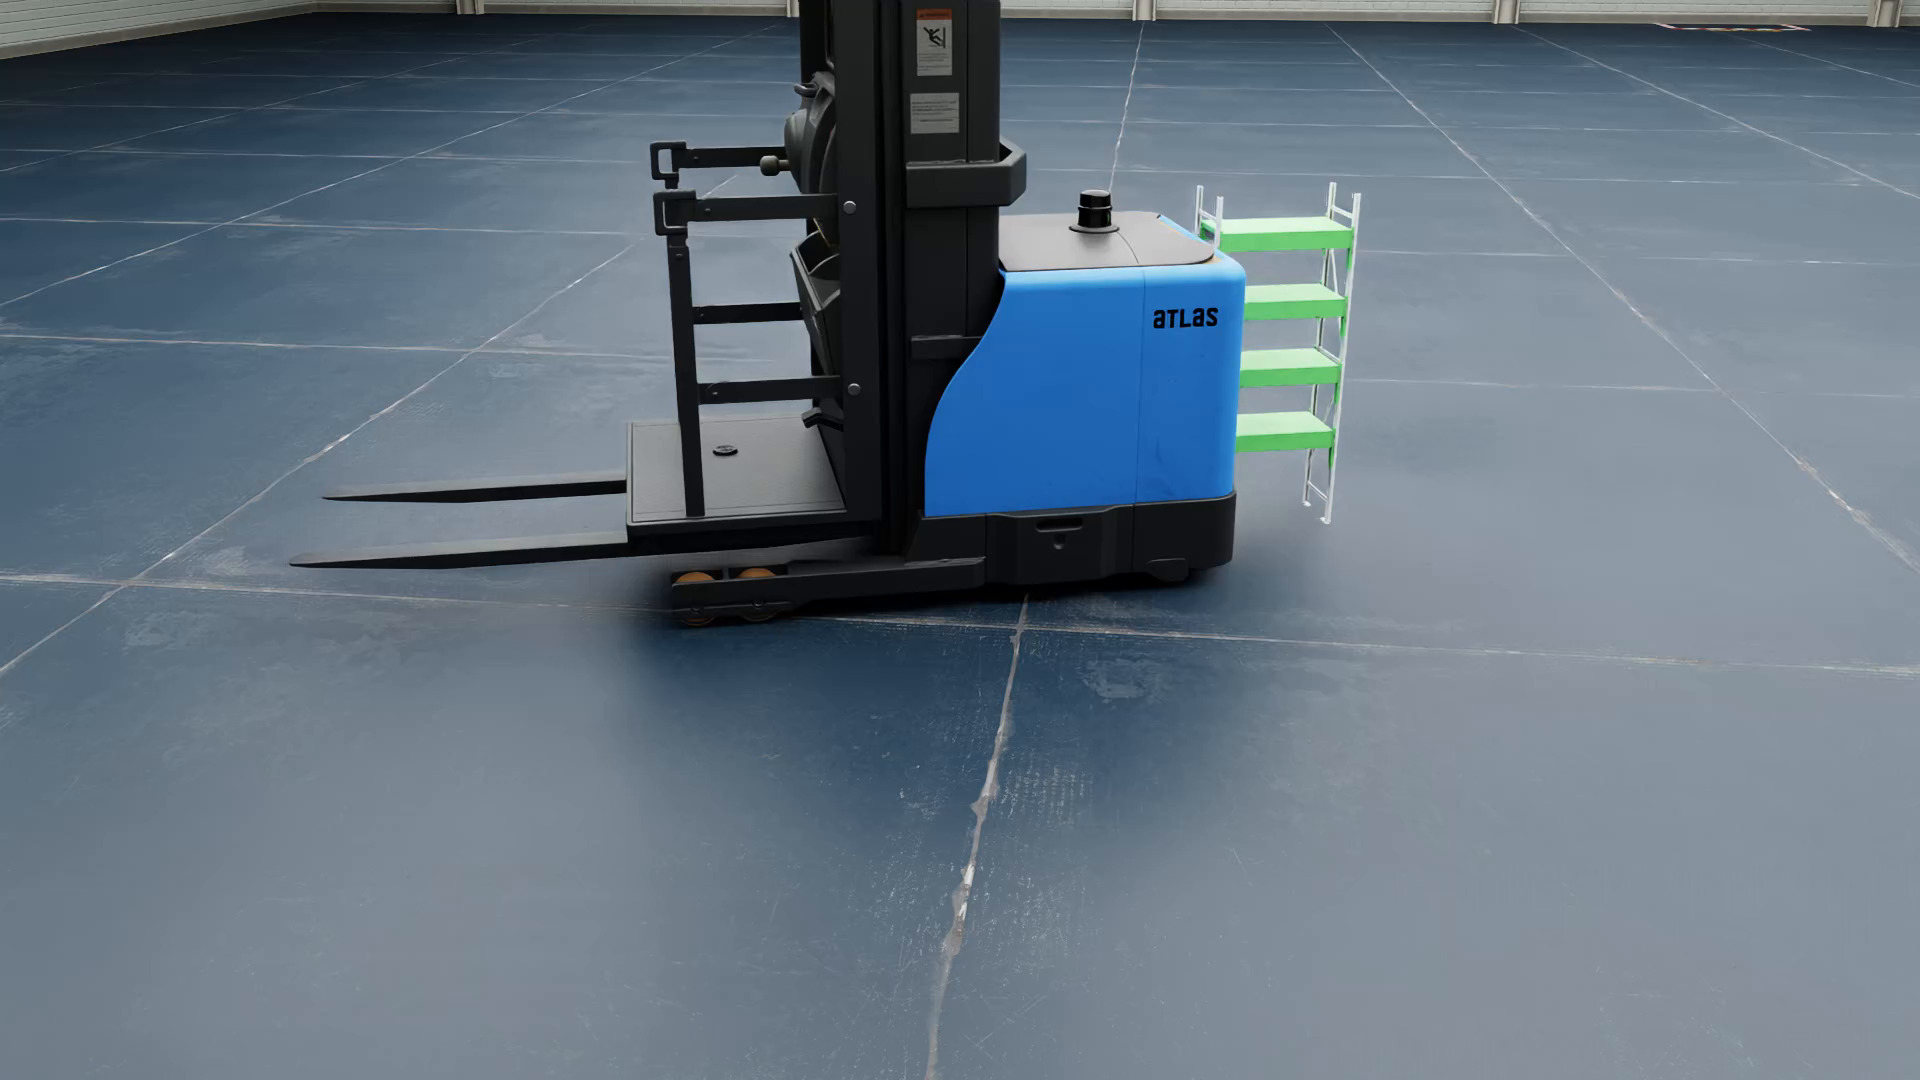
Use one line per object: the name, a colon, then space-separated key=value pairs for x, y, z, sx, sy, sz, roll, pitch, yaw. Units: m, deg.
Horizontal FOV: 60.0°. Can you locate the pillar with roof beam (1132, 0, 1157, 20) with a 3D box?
pillar with roof beam: x=2.648 y=-11.531 z=22.866 sx=0.400 sy=9.000 sz=9.100 roll=2 pitch=22 yaw=6

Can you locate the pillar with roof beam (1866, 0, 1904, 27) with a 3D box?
pillar with roof beam: x=14.564 y=-11.011 z=21.553 sx=0.400 sy=9.000 sz=9.100 roll=2 pitch=22 yaw=6

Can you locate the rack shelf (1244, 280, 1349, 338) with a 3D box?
rack shelf: x=1.091 y=-0.808 z=5.870 sx=0.480 sy=0.148 sz=0.258 roll=-3 pitch=22 yaw=-10

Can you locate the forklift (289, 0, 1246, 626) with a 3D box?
forklift: x=-0.648 y=-1.302 z=5.246 sx=3.031 sy=2.935 sz=1.130 roll=-4 pitch=22 yaw=-10

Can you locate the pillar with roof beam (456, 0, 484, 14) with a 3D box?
pillar with roof beam: x=-9.269 y=-12.050 z=24.179 sx=0.400 sy=9.000 sz=9.100 roll=2 pitch=22 yaw=6

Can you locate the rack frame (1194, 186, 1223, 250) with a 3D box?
rack frame: x=0.850 y=-0.630 z=5.893 sx=0.015 sy=1.200 sz=0.240 roll=-3 pitch=22 yaw=-10

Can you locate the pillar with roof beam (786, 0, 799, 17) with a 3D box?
pillar with roof beam: x=-3.311 y=-11.790 z=23.523 sx=0.400 sy=9.000 sz=9.100 roll=2 pitch=22 yaw=6

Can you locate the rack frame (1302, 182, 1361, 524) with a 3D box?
rack frame: x=1.330 y=-0.659 z=5.975 sx=0.015 sy=1.200 sz=0.240 roll=-3 pitch=22 yaw=-10

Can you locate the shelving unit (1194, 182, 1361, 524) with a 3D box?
shelving unit: x=1.090 y=-0.645 z=5.934 sx=0.503 sy=1.200 sz=0.258 roll=-3 pitch=22 yaw=-10

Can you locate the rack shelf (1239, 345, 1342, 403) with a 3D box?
rack shelf: x=1.089 y=-0.585 z=5.958 sx=0.480 sy=0.148 sz=0.258 roll=-3 pitch=22 yaw=-10

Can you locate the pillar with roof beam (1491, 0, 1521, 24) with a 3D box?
pillar with roof beam: x=8.606 y=-11.271 z=22.209 sx=0.400 sy=9.000 sz=9.100 roll=2 pitch=22 yaw=6

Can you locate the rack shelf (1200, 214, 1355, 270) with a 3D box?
rack shelf: x=1.092 y=-1.032 z=5.782 sx=0.480 sy=0.148 sz=0.258 roll=-3 pitch=22 yaw=-10

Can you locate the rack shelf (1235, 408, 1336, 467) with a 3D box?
rack shelf: x=1.088 y=-0.362 z=6.046 sx=0.480 sy=0.148 sz=0.258 roll=-3 pitch=22 yaw=-10
